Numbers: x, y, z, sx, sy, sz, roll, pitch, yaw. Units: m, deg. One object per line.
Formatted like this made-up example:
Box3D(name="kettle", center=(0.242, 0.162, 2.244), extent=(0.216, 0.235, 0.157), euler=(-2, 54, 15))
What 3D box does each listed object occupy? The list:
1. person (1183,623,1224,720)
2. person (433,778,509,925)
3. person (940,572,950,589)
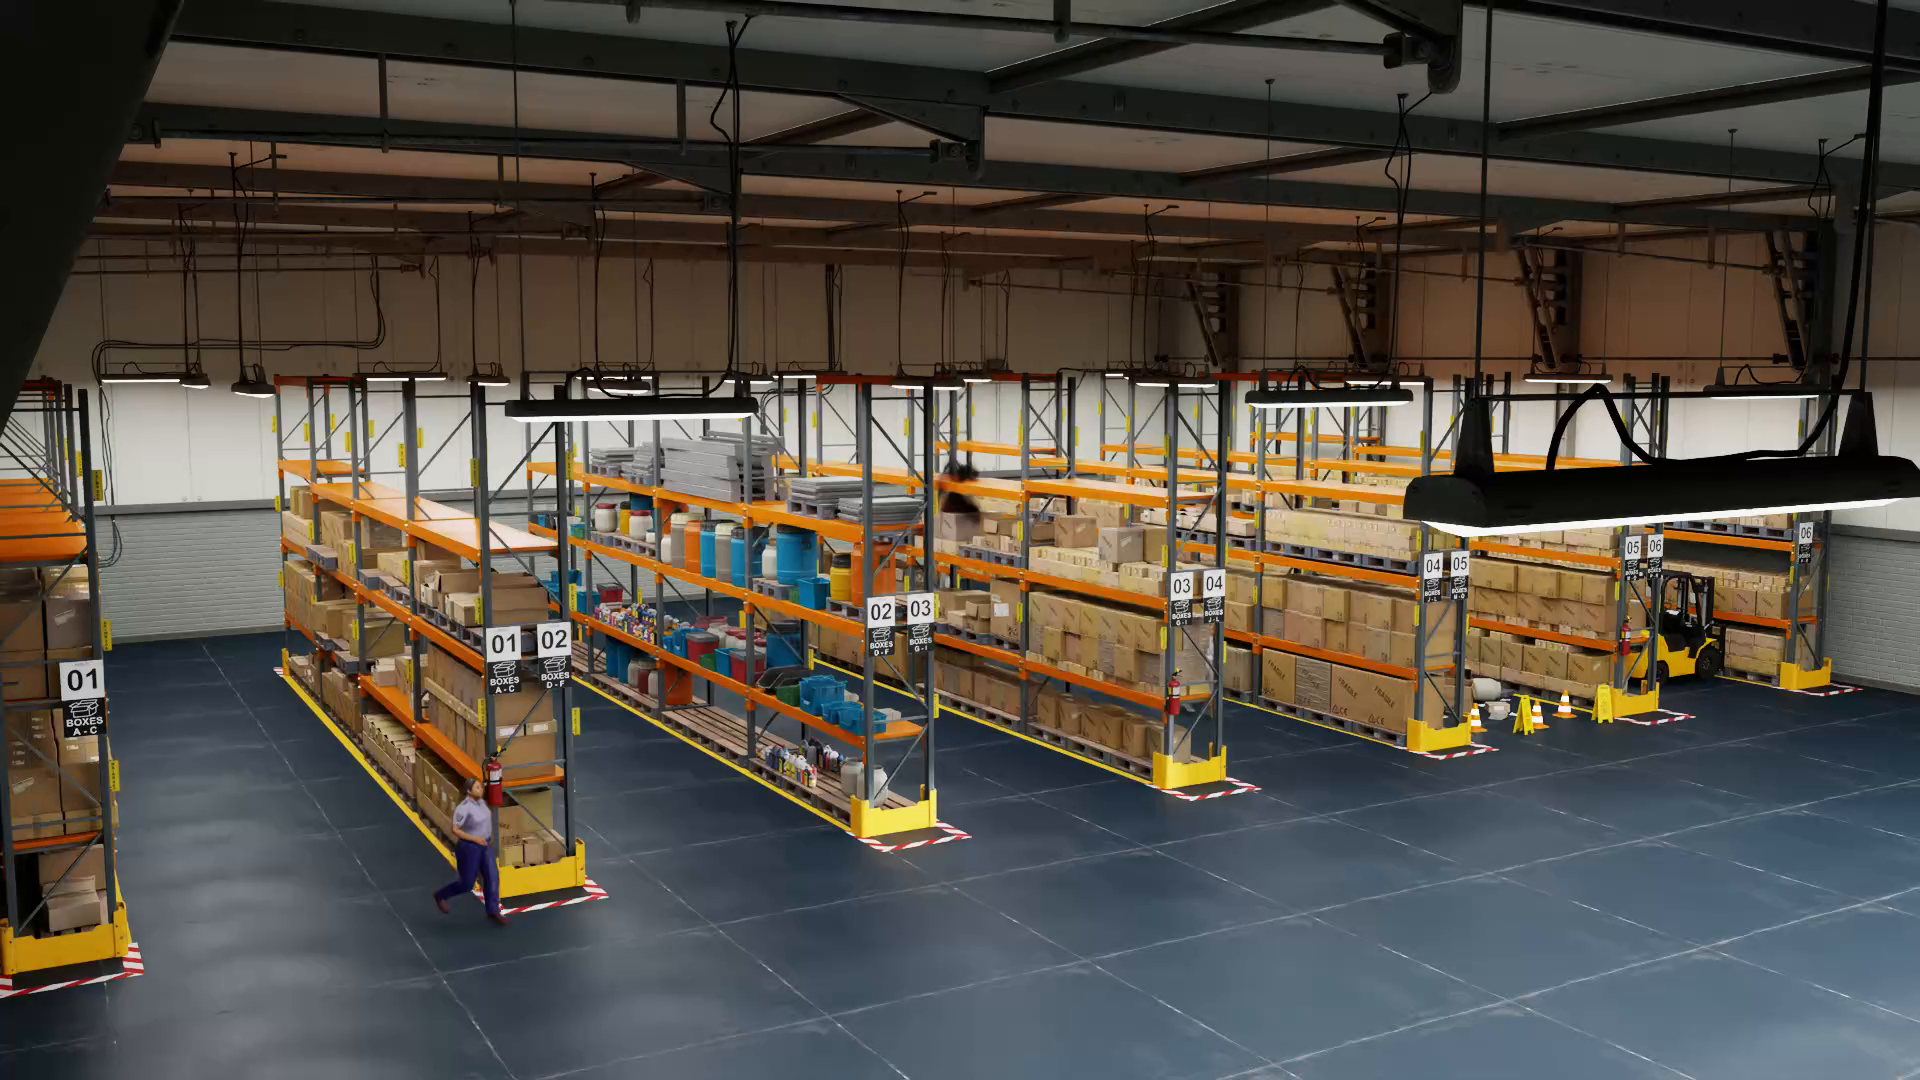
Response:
Box3D(name="person", center=(4.297, 2.276, 29.392), extent=(0.562, 1.715, 0.857), euler=(-4, 7, -33))
Box3D(name="person", center=(-5.473, 3.494, 18.714), extent=(0.925, 1.622, 0.637), euler=(2, 7, 19))
Box3D(name="person", center=(-0.271, 0.805, 42.642), extent=(0.663, 1.725, 0.629), euler=(4, 8, 35))
